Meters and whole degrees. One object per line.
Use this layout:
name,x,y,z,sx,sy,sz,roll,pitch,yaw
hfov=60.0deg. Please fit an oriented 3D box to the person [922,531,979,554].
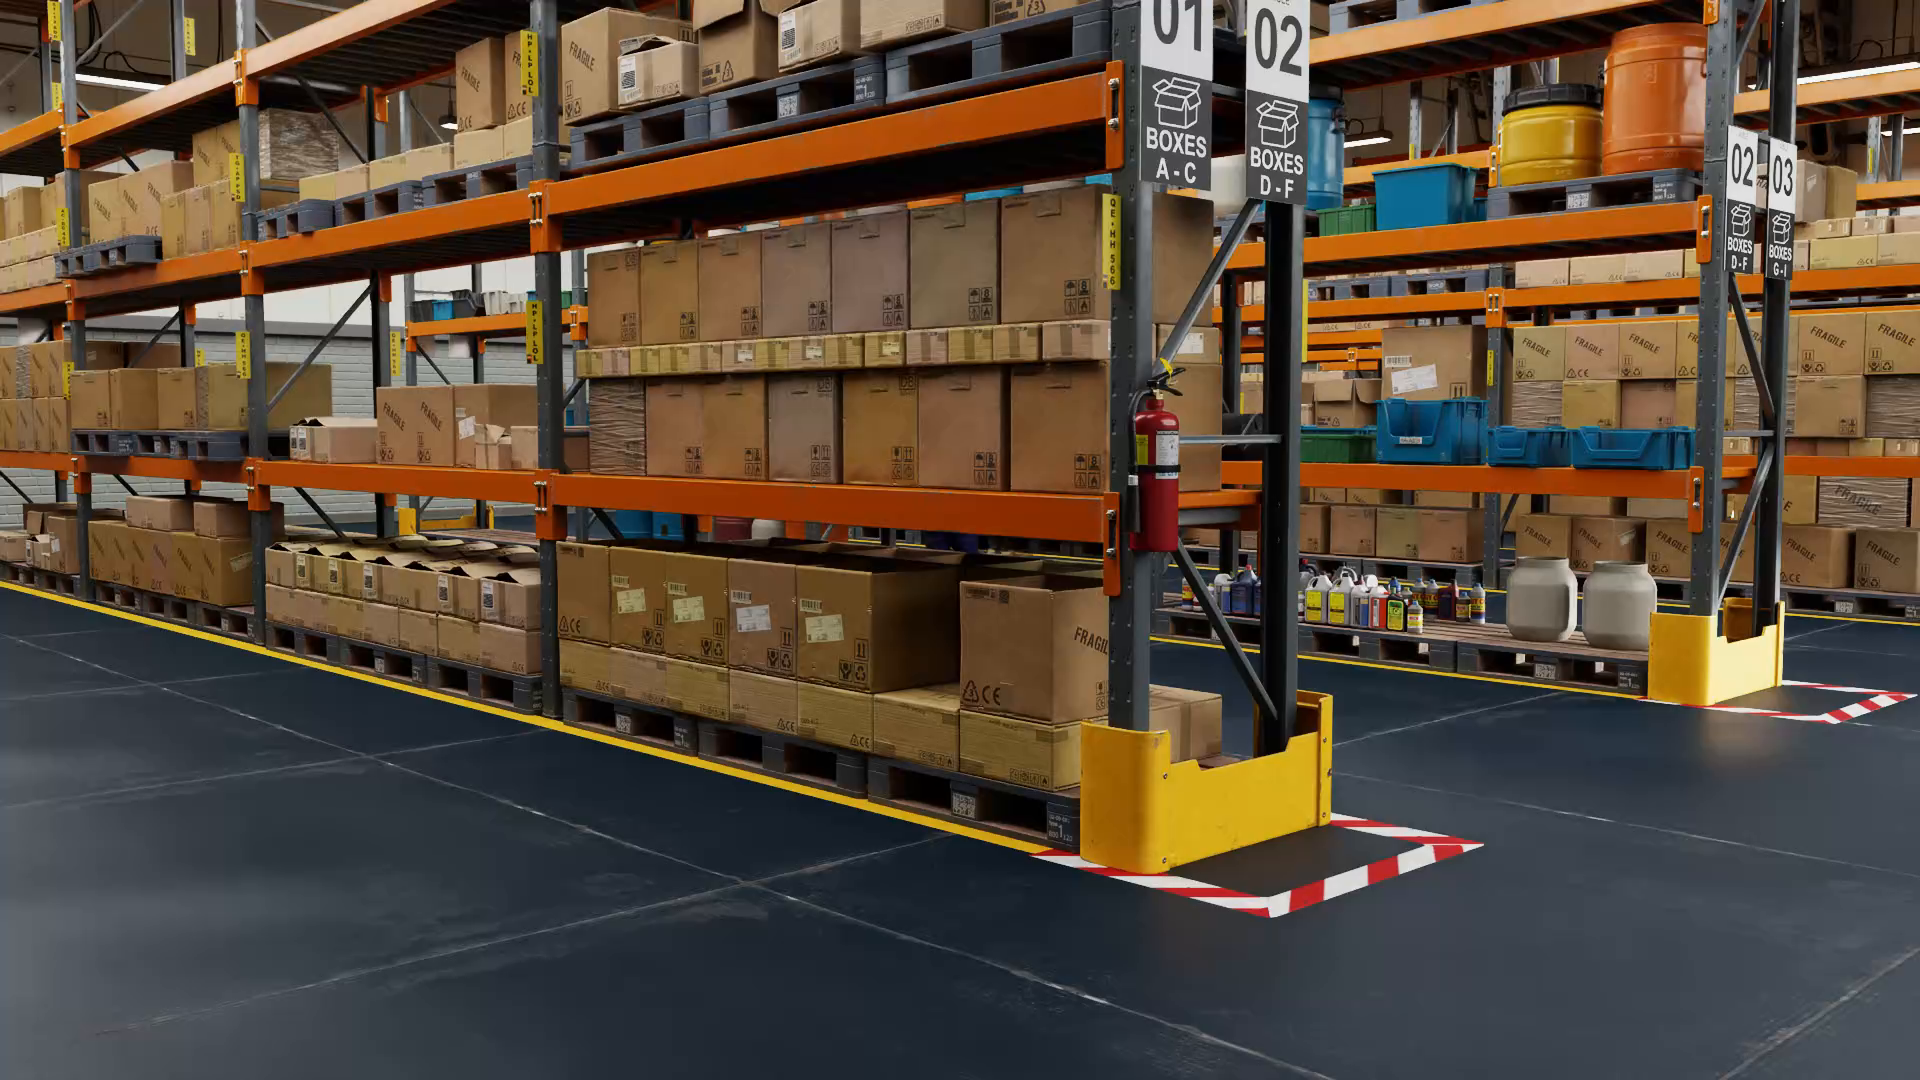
person,-0.020,-0.111,12.029,0.614,1.656,0.369,0,4,5
